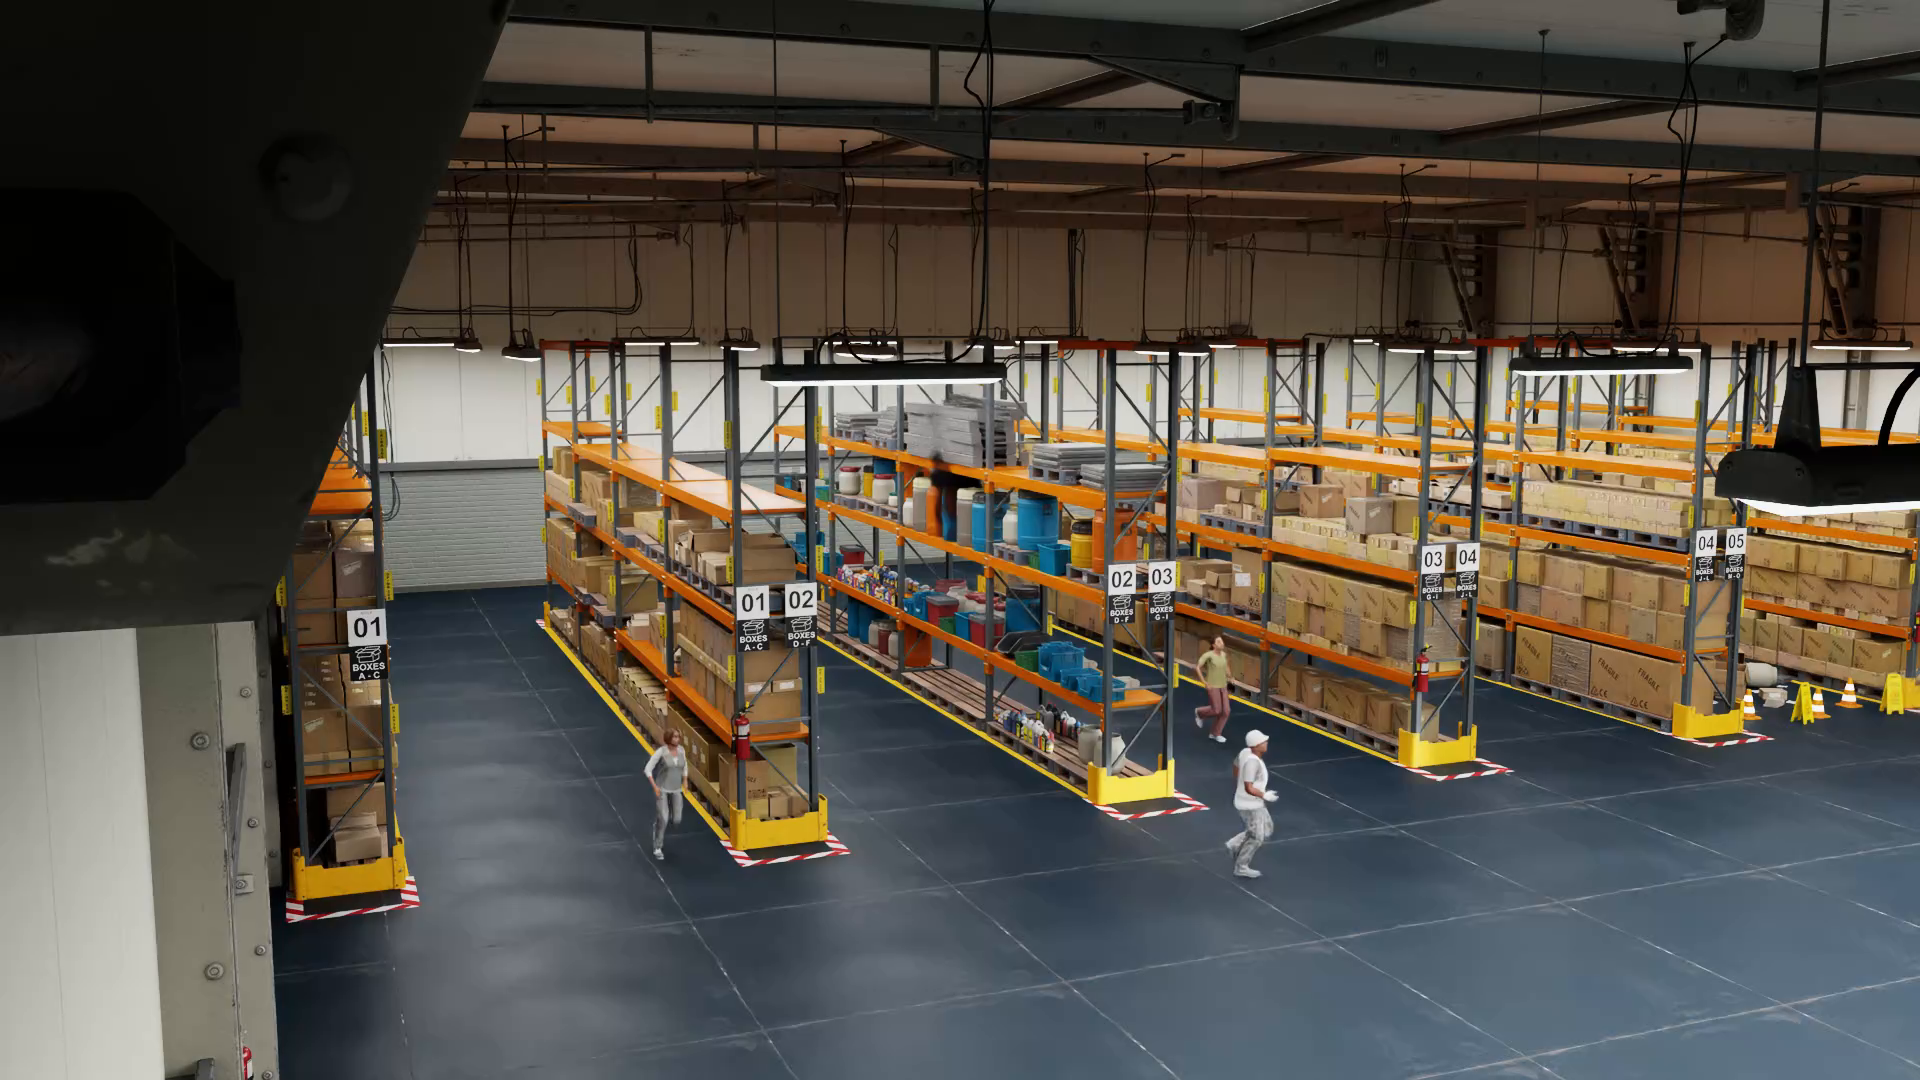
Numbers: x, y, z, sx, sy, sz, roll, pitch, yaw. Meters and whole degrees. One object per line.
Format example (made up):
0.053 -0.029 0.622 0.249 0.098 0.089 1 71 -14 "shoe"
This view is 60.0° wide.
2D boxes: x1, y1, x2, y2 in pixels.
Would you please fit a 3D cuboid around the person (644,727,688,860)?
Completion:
-3.504 3.004 19.917 0.581 1.550 0.506 -5 9 -34 "person"

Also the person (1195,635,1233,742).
3.878 2.243 25.386 0.616 1.627 0.563 -5 9 -31 "person"

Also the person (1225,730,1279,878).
3.337 3.014 18.988 0.581 1.734 0.693 1 7 8 "person"
